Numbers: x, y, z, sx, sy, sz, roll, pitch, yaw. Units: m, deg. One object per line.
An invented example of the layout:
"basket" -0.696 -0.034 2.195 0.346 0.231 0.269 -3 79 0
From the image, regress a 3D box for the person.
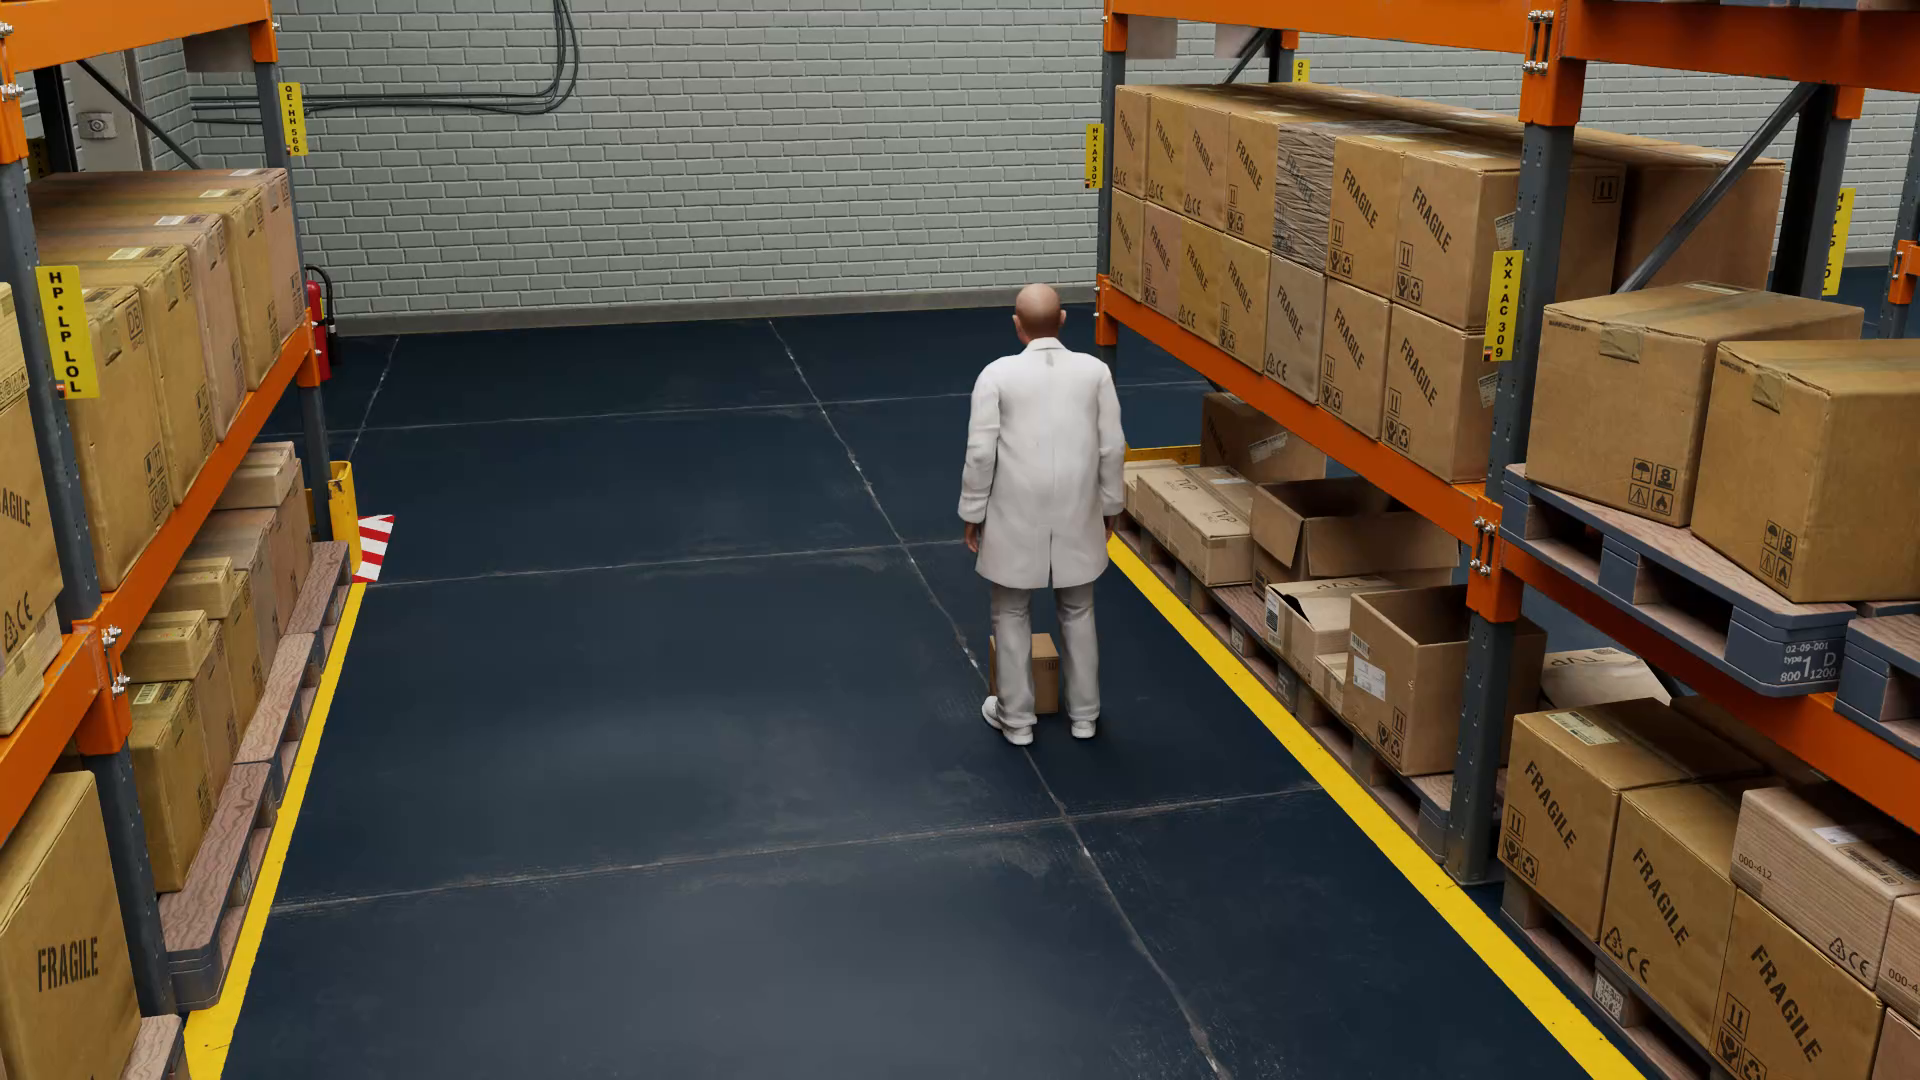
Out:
"person" 0.313 -0.089 6.345 0.644 1.774 0.424 -3 20 -9
